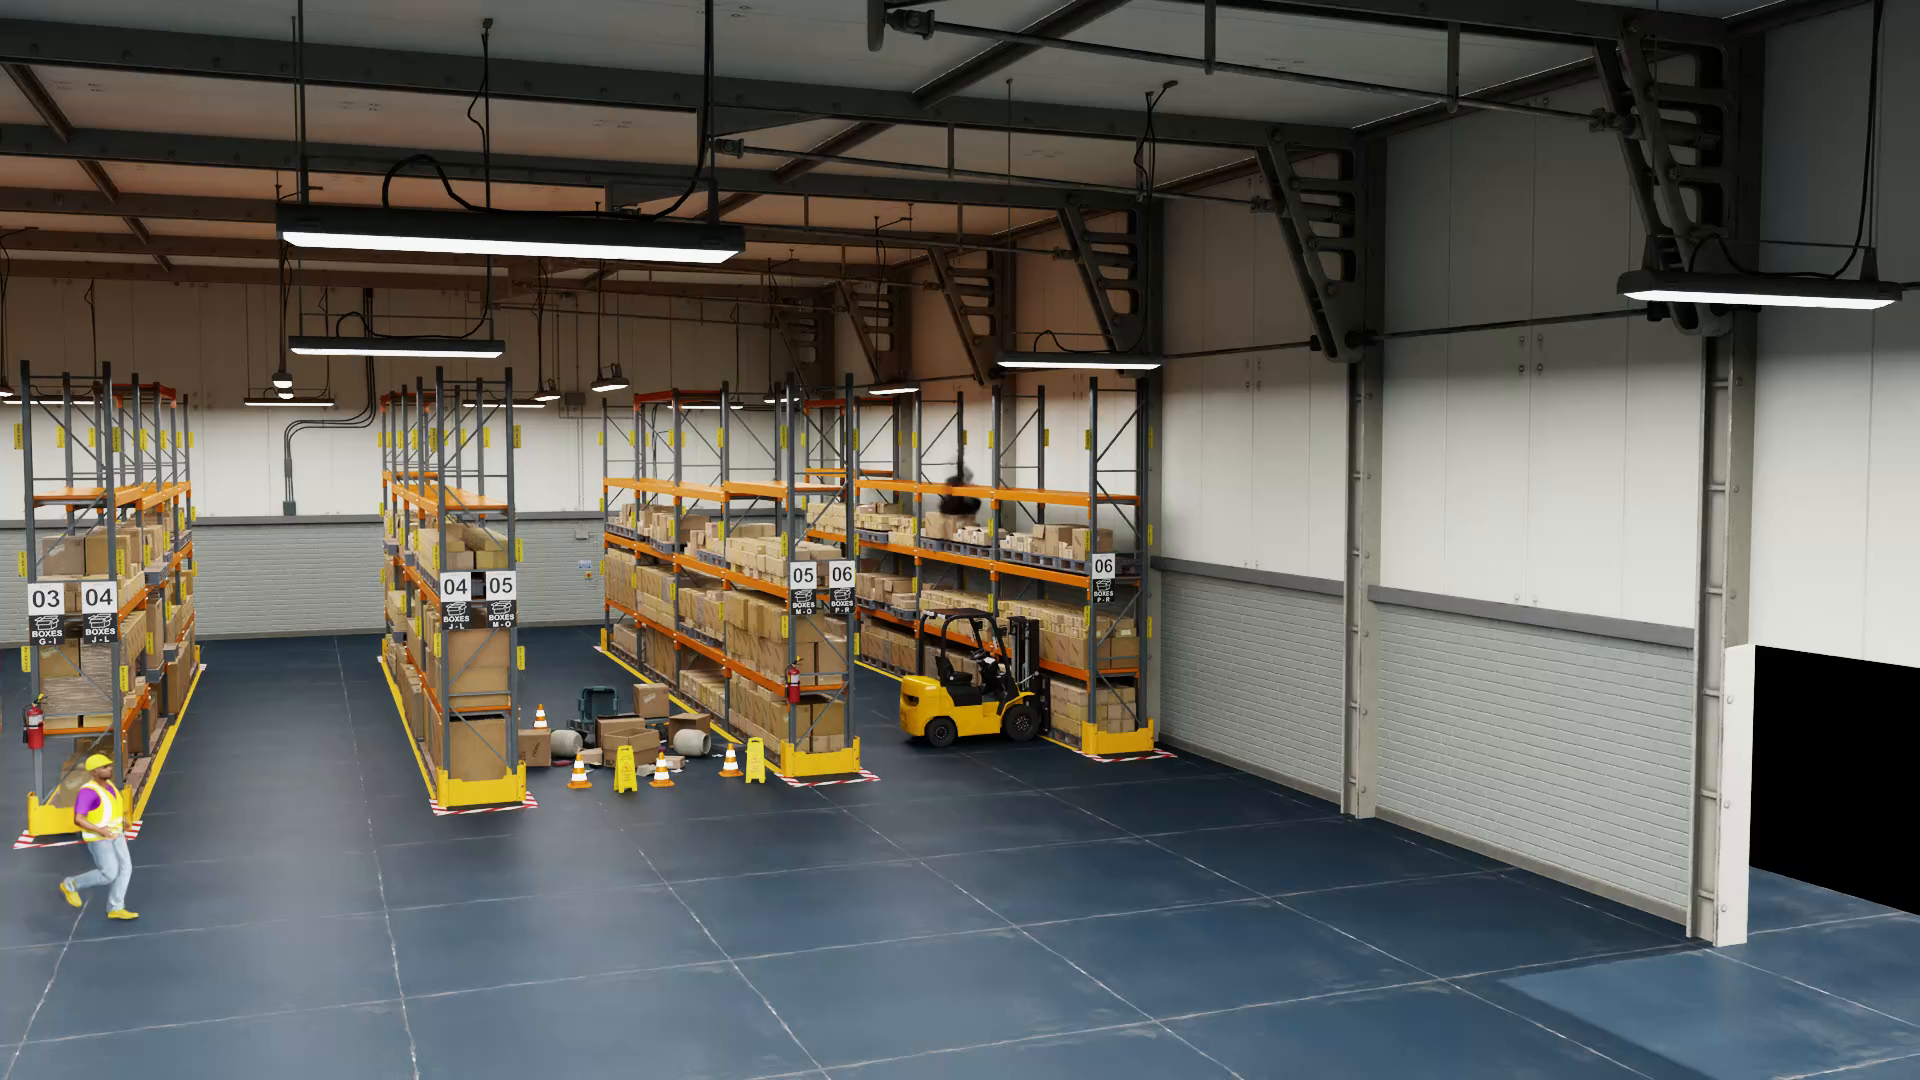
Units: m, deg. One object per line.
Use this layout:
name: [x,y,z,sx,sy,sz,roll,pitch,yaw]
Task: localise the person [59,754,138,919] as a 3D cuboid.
person: [-8.980,3.097,17.360,0.758,1.738,0.699,0,3,0]
